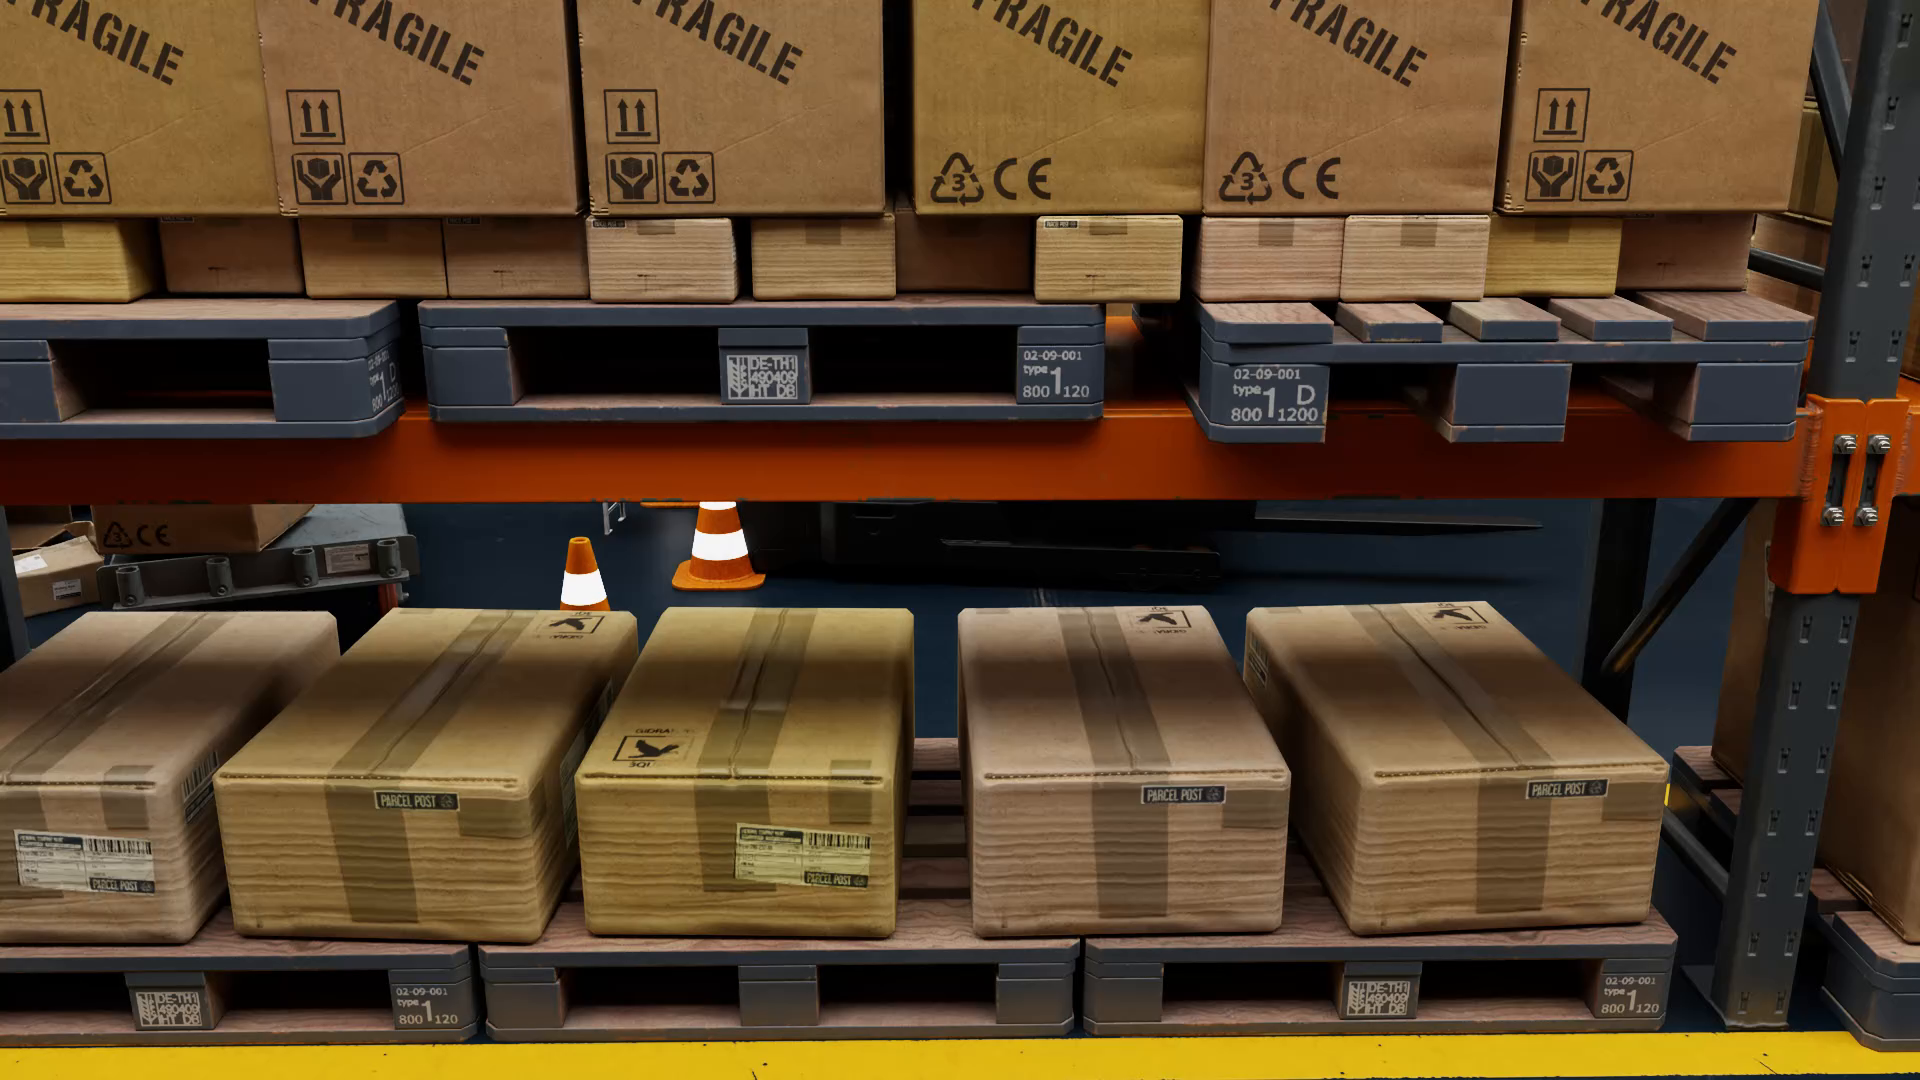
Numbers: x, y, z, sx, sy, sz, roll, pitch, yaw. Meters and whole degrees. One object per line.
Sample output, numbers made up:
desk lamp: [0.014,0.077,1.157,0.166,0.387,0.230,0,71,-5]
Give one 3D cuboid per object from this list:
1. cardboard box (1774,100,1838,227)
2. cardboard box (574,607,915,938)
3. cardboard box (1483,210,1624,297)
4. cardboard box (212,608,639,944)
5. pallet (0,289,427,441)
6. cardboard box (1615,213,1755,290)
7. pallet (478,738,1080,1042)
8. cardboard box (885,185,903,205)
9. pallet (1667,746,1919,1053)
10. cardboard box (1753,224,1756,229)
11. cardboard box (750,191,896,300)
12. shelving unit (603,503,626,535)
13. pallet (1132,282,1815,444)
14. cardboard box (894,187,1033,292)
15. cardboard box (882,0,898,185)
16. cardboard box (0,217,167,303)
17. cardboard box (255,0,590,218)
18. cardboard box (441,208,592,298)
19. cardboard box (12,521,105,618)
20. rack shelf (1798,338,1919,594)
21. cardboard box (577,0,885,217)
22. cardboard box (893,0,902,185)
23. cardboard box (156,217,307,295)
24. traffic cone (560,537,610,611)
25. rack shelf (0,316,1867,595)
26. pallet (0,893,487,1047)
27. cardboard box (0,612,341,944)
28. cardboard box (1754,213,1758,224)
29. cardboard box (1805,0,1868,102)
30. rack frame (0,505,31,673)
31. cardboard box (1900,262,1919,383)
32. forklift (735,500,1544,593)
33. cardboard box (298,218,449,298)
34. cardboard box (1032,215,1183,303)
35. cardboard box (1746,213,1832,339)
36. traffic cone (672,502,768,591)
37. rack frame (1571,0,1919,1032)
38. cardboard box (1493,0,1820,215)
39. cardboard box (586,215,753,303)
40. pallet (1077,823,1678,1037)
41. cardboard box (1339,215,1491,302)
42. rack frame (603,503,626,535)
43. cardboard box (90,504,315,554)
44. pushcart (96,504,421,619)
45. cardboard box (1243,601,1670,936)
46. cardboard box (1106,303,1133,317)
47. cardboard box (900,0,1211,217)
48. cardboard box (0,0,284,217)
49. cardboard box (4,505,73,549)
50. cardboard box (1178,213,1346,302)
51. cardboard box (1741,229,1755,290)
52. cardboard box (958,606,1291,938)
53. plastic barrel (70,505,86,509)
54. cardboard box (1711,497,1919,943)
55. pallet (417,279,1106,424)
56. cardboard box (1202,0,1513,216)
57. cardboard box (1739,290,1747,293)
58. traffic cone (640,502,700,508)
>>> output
cardboard box: [2.106,-0.821,3.622,0.500,0.250,0.500,0,18,-1]
cardboard box: [-0.435,0.485,3.740,0.625,0.372,0.950,0,18,1]
cardboard box: [1.035,-0.558,3.099,0.250,0.149,0.380,0,18,0]
cardboard box: [-1.131,0.489,3.728,0.625,0.372,0.950,1,18,3]
pallet: [-1.607,-0.423,3.268,1.213,0.211,1.003,0,18,-1]
cardboard box: [1.302,-0.581,3.172,0.250,0.149,0.380,0,18,1]
pallet: [-0.372,0.762,3.826,1.213,0.211,1.003,0,18,-1]
cardboard box: [-0.057,-0.698,3.536,0.250,0.149,0.380,0,18,1]
pallet: [2.415,0.773,3.792,1.213,0.211,1.003,0,18,-1]
cardboard box: [4.191,-1.392,8.154,0.500,0.250,0.500,1,18,2]
cardboard box: [-0.246,-0.549,3.073,0.250,0.149,0.380,-1,18,-3]
shelving unit: [-1.150,-0.620,6.516,0.503,1.200,0.258,2,18,5]
pallet: [0.915,-0.447,3.343,1.003,0.211,1.213,0,18,-1]
cardboard box: [0.004,-0.576,3.155,0.250,0.149,0.380,0,18,0]
cardboard box: [-0.380,-1.022,3.486,0.500,0.500,0.500,-1,18,-3]
cardboard box: [-1.566,-0.540,3.043,0.250,0.149,0.380,0,18,0]
cardboard box: [-0.905,-0.859,2.978,0.500,0.500,0.500,0,18,-1]
cardboard box: [-0.779,-0.554,3.086,0.250,0.149,0.380,0,18,0]
cardboard box: [-3.222,0.096,5.815,0.396,0.266,0.258,-15,23,-39]
rack shelf: [3.626,-0.241,3.566,4.000,0.370,1.077,0,18,-1]
cardboard box: [-0.392,-0.865,2.996,0.500,0.500,0.500,-1,18,-3]
cardboard box: [0.120,-1.022,3.486,0.500,0.500,0.500,0,18,0]
cardboard box: [-1.284,-0.564,3.120,0.250,0.149,0.380,1,18,3]
traffic cone: [-1.156,0.220,5.105,0.334,0.463,0.336,0,18,-1]
rack shelf: [-0.374,-0.222,3.506,4.000,0.370,1.077,0,18,-1]
pallet: [-1.595,0.769,3.805,1.213,0.211,1.003,0,18,-1]
cardboard box: [-1.849,0.493,3.714,0.625,0.372,0.950,0,18,0]
cardboard box: [4.171,-1.545,8.631,0.500,0.250,0.500,0,18,1]
cardboard box: [2.139,-1.180,3.515,0.500,0.500,0.500,-1,18,-2]
rack frame: [-2.374,-0.555,3.366,0.127,3.000,1.000,0,18,-1]
cardboard box: [2.119,-0.428,3.217,0.500,0.250,0.500,-1,18,-2]
forklift: [0.621,-1.377,6.042,3.031,2.935,1.130,2,18,5]
cardboard box: [-1.026,-0.553,3.084,0.250,0.149,0.380,0,18,0]
cardboard box: [0.257,-0.538,3.039,0.250,0.149,0.380,0,18,0]
cardboard box: [2.127,-0.584,3.704,0.500,0.250,0.500,-1,18,-3]
traffic cone: [-0.882,-0.087,6.062,0.334,0.463,0.336,0,18,-1]
rack frame: [1.626,-0.574,3.426,0.127,3.000,1.000,0,18,-1]
cardboard box: [1.176,-0.876,3.030,0.500,0.500,0.500,-1,18,-2]
cardboard box: [-0.512,-0.539,3.041,0.250,0.149,0.380,0,18,1]
pallet: [0.844,0.757,3.842,1.213,0.211,1.003,0,18,-1]
cardboard box: [0.784,-0.543,3.052,0.250,0.149,0.380,0,18,-1]
rack frame: [-1.393,-0.627,6.538,0.015,1.200,0.240,2,18,5]
cardboard box: [-2.432,-0.269,5.327,0.500,0.500,0.500,0,18,-1]
pushcart: [-2.460,-0.002,5.937,0.936,0.377,1.648,-7,19,-20]
cardboard box: [1.061,0.477,3.765,0.625,0.372,0.950,-1,18,-5]
cardboard box: [0.836,-1.239,8.494,0.750,0.750,1.050,-1,18,-2]
cardboard box: [0.154,-0.867,3.003,0.500,0.500,0.500,-1,18,-5]
cardboard box: [-1.400,-0.861,2.983,0.500,0.500,0.500,0,18,-1]
cardboard box: [-3.722,-0.200,6.125,0.503,0.637,0.797,0,18,-1]
cardboard box: [0.532,-0.544,3.056,0.250,0.149,0.380,-1,18,-3]
cardboard box: [3.663,-1.385,8.133,0.500,0.250,0.500,-1,18,-3]
cardboard box: [0.323,0.483,3.746,0.625,0.372,0.950,-1,18,-2]
plastic barrel: [-3.663,-0.365,6.993,0.421,0.421,0.512,14,22,37]
cardboard box: [2.318,0.260,3.618,0.875,0.875,0.875,0,18,-1]
pallet: [-0.353,-0.461,3.387,1.213,0.211,1.003,0,18,-1]
cardboard box: [0.659,-0.870,3.012,0.500,0.500,0.500,-1,18,-2]
cardboard box: [3.684,-1.030,8.254,0.500,0.500,0.500,-1,18,-2]
traffic cone: [-1.188,-0.403,7.047,0.334,0.463,0.336,0,18,-1]
